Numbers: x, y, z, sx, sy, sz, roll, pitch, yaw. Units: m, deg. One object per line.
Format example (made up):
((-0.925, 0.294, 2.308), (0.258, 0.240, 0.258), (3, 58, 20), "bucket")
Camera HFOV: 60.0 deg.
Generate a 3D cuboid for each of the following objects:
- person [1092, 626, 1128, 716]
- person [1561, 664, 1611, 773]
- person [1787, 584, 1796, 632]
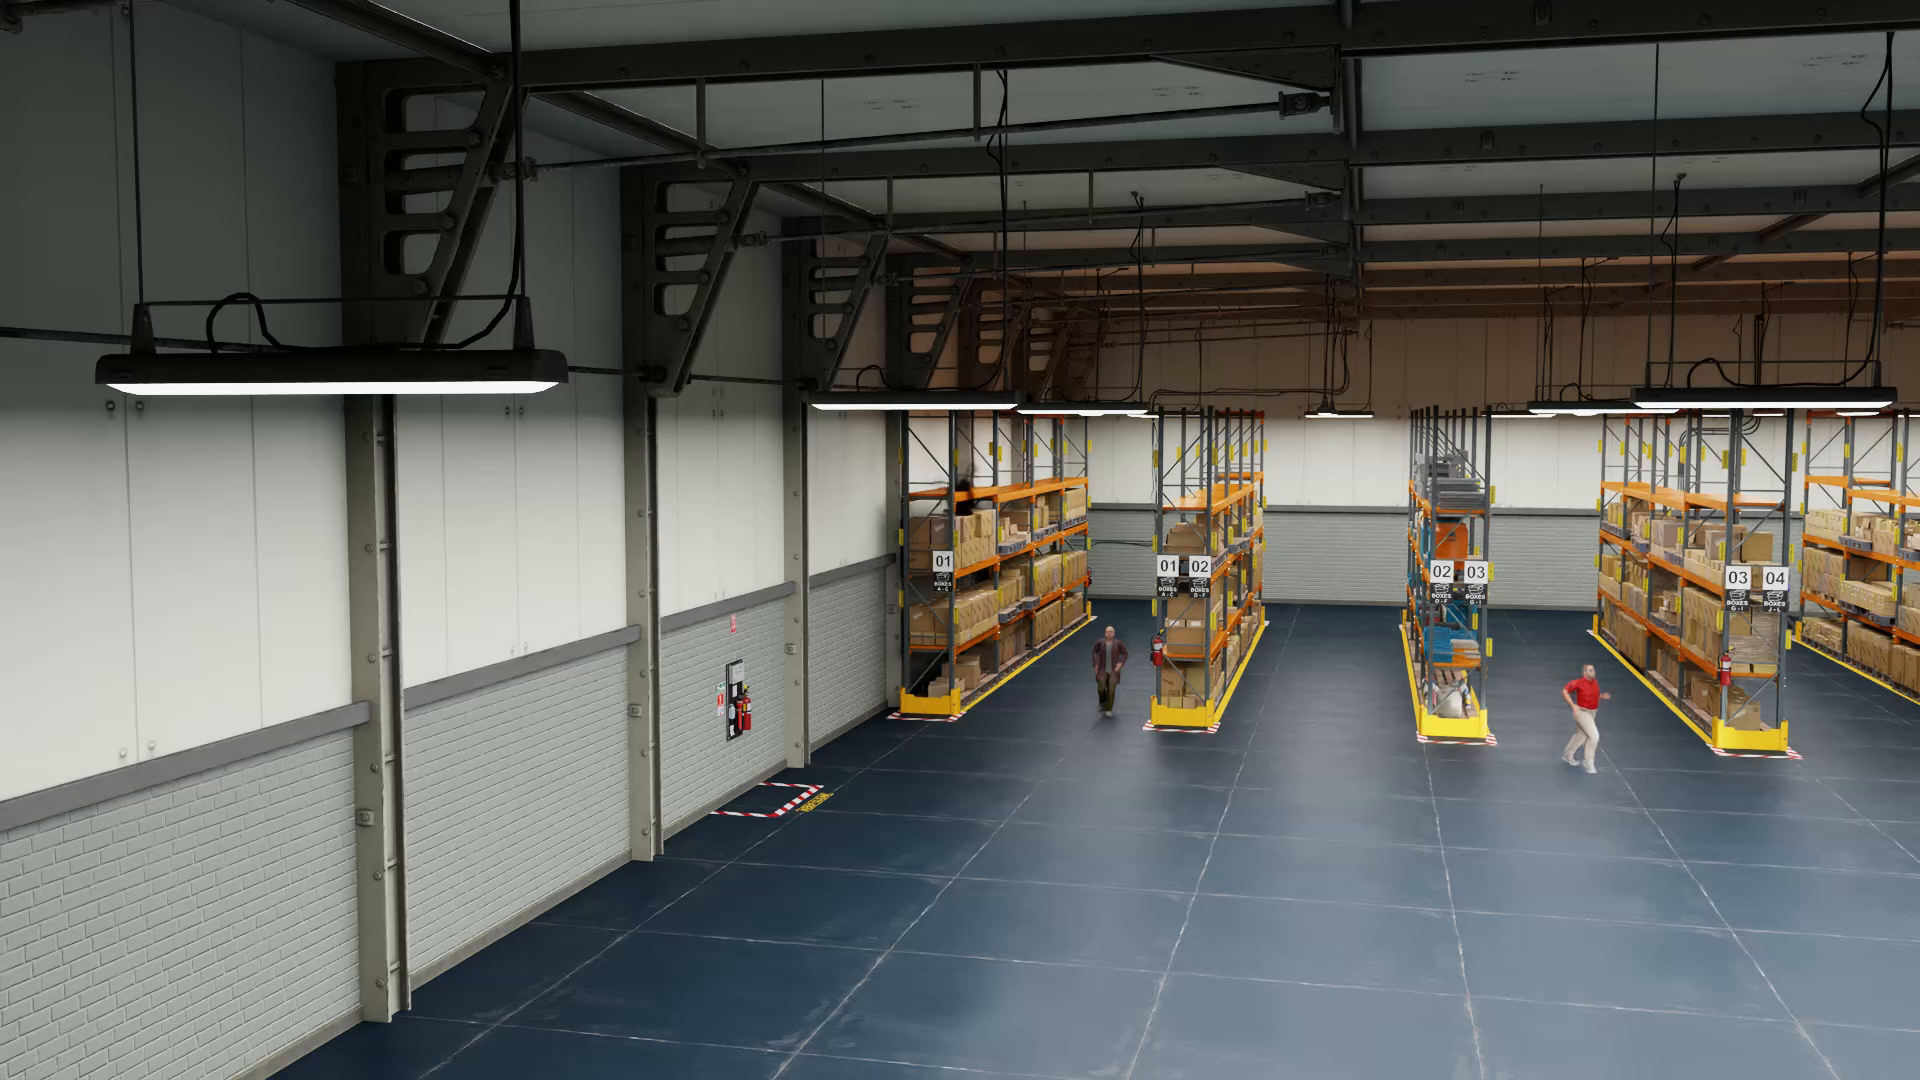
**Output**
((2.901, 2.544, 32.243), (0.721, 1.745, 0.621), (1, 4, 8), "person")
((10.275, 2.928, 27.302), (0.625, 1.807, 0.779), (-4, 6, -43), "person")
((22.111, 1.712, 44.679), (0.702, 1.688, 0.585), (1, 4, 12), "person")
